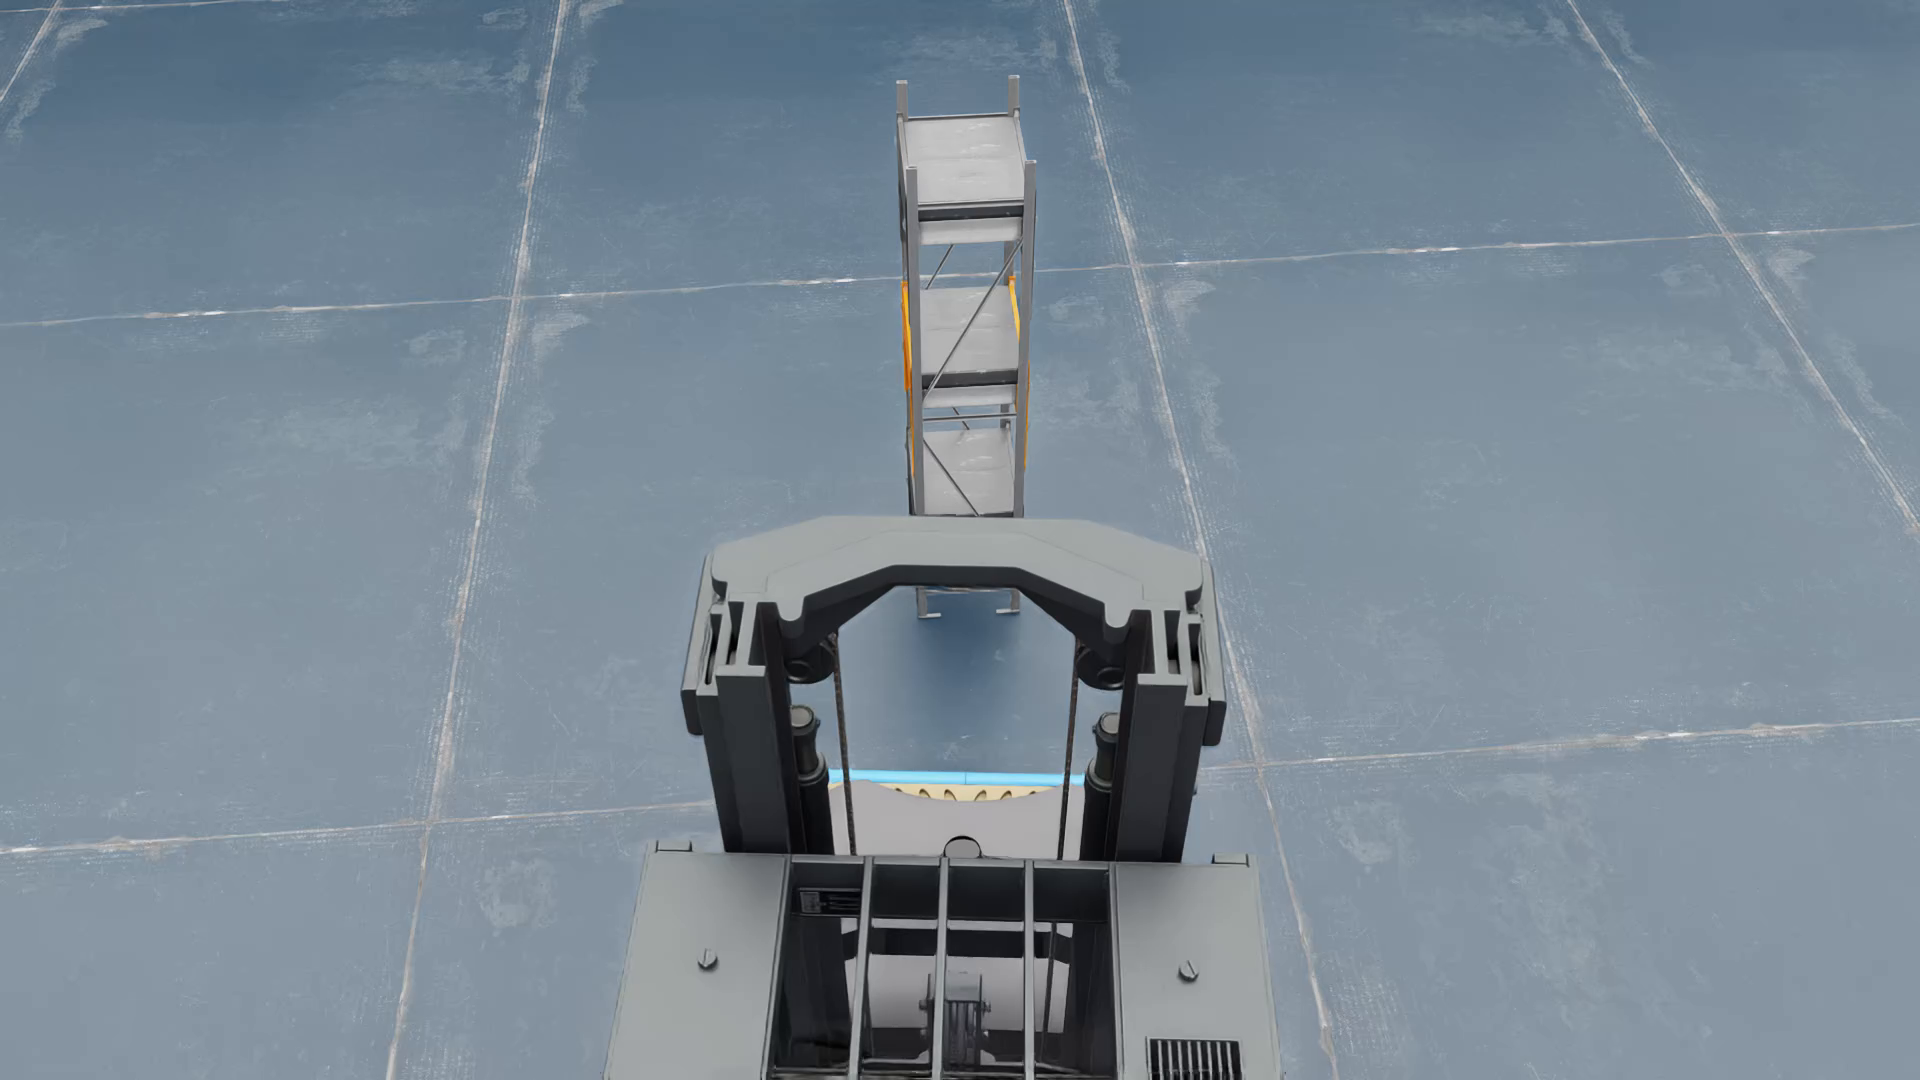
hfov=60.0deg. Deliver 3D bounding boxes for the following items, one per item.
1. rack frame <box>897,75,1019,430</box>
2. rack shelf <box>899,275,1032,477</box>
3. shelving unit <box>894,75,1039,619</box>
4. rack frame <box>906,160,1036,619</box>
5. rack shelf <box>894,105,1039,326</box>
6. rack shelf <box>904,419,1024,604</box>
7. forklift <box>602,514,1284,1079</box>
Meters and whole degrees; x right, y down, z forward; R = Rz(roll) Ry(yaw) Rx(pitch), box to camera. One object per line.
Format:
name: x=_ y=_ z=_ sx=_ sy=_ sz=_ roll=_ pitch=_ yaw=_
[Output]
rack frame: x=-0.007 y=-0.779 z=6.178 sx=0.400 sy=2.100 sz=0.015 roll=-3 pitch=47 yaw=-3
rack shelf: x=0.014 y=-0.593 z=6.021 sx=0.431 sy=0.518 sz=0.480 roll=-3 pitch=47 yaw=-3
shelving unit: x=0.014 y=-0.602 z=6.011 sx=0.431 sy=2.100 sz=0.503 roll=-3 pitch=47 yaw=-3
rack frame: x=0.034 y=-0.426 z=5.844 sx=0.400 sy=2.100 sz=0.015 roll=-3 pitch=47 yaw=-3
rack shelf: x=0.014 y=-1.074 z=5.512 sx=0.431 sy=0.518 sz=0.480 roll=-3 pitch=47 yaw=-3
rack shelf: x=0.014 y=-0.112 z=6.529 sx=0.431 sy=0.518 sz=0.480 roll=-3 pitch=47 yaw=-3
forklift: x=-0.023 y=1.471 z=3.475 sx=1.130 sy=2.935 sz=3.031 roll=1 pitch=47 yaw=1
